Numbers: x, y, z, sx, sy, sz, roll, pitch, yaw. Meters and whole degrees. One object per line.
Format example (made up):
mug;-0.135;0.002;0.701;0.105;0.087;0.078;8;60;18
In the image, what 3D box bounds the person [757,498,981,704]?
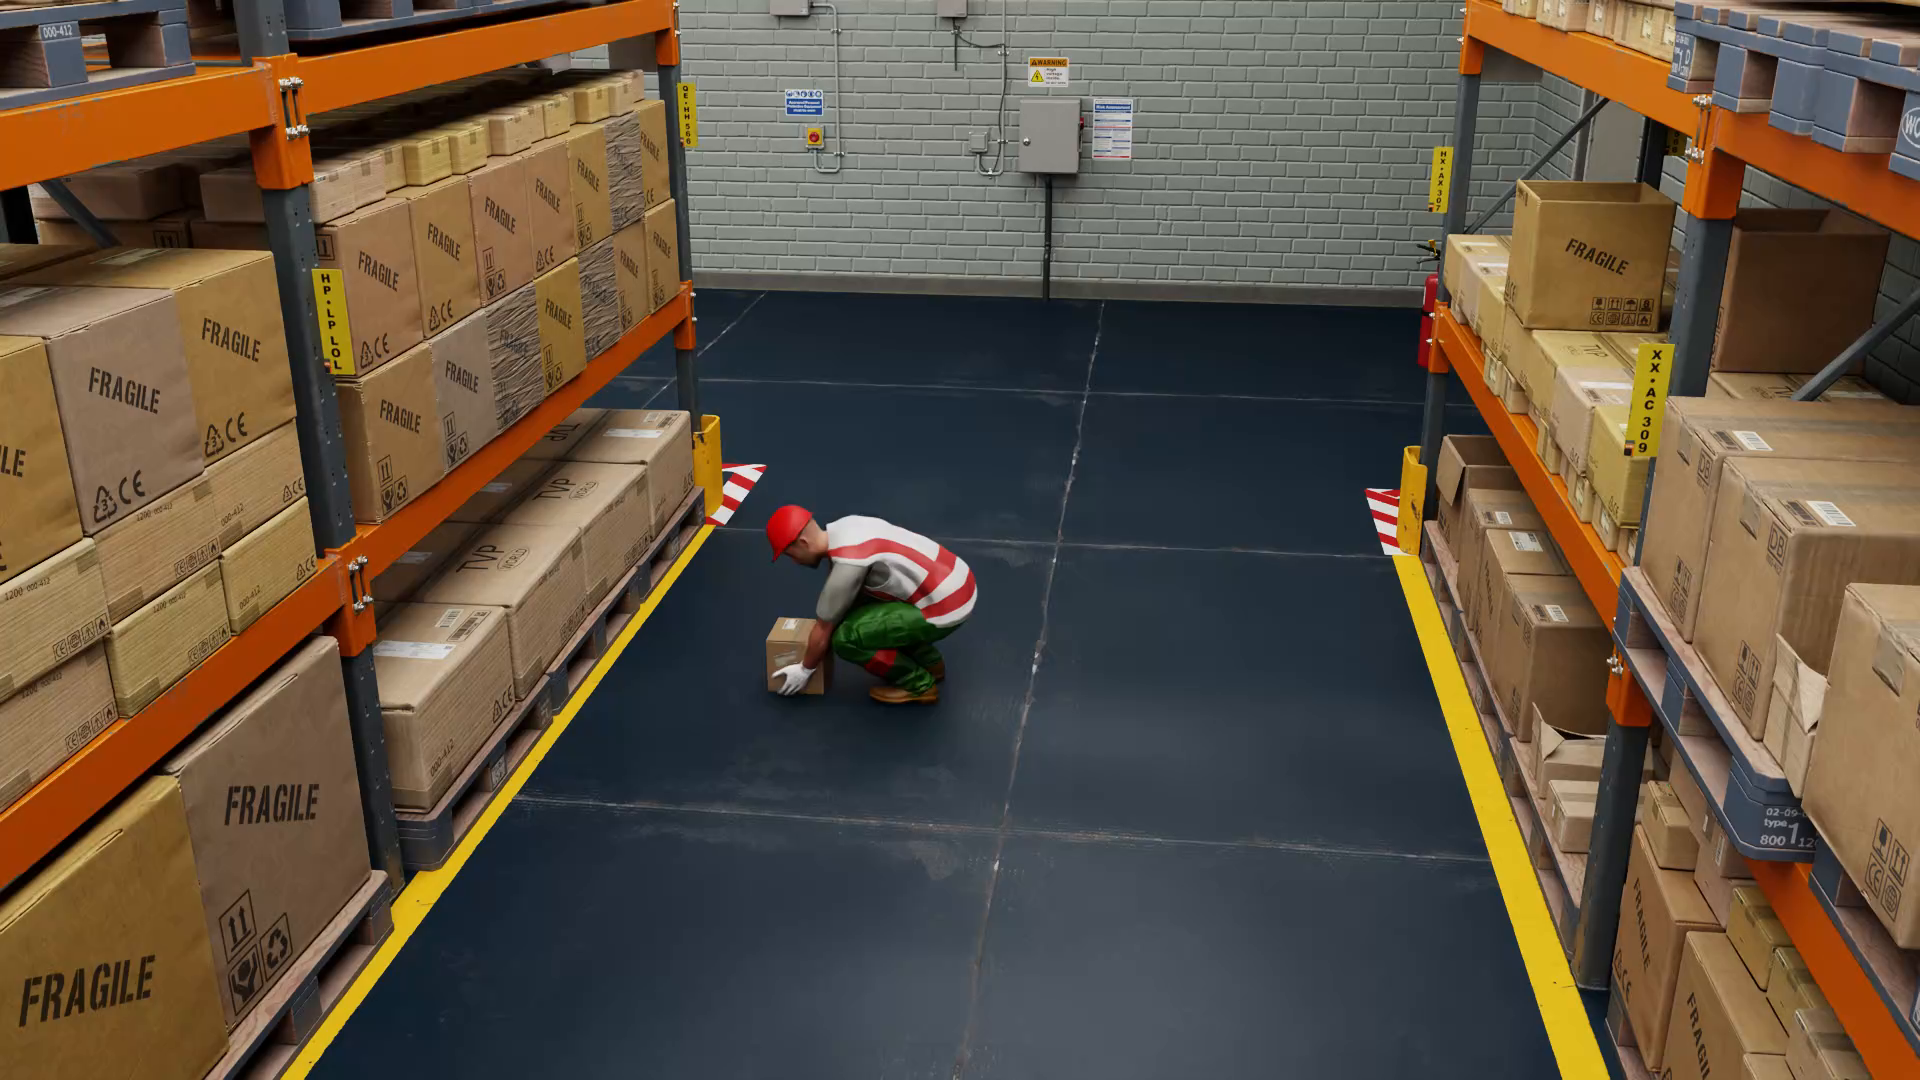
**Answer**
person;-0.392;0.258;7.208;0.964;0.881;0.534;2;21;4
